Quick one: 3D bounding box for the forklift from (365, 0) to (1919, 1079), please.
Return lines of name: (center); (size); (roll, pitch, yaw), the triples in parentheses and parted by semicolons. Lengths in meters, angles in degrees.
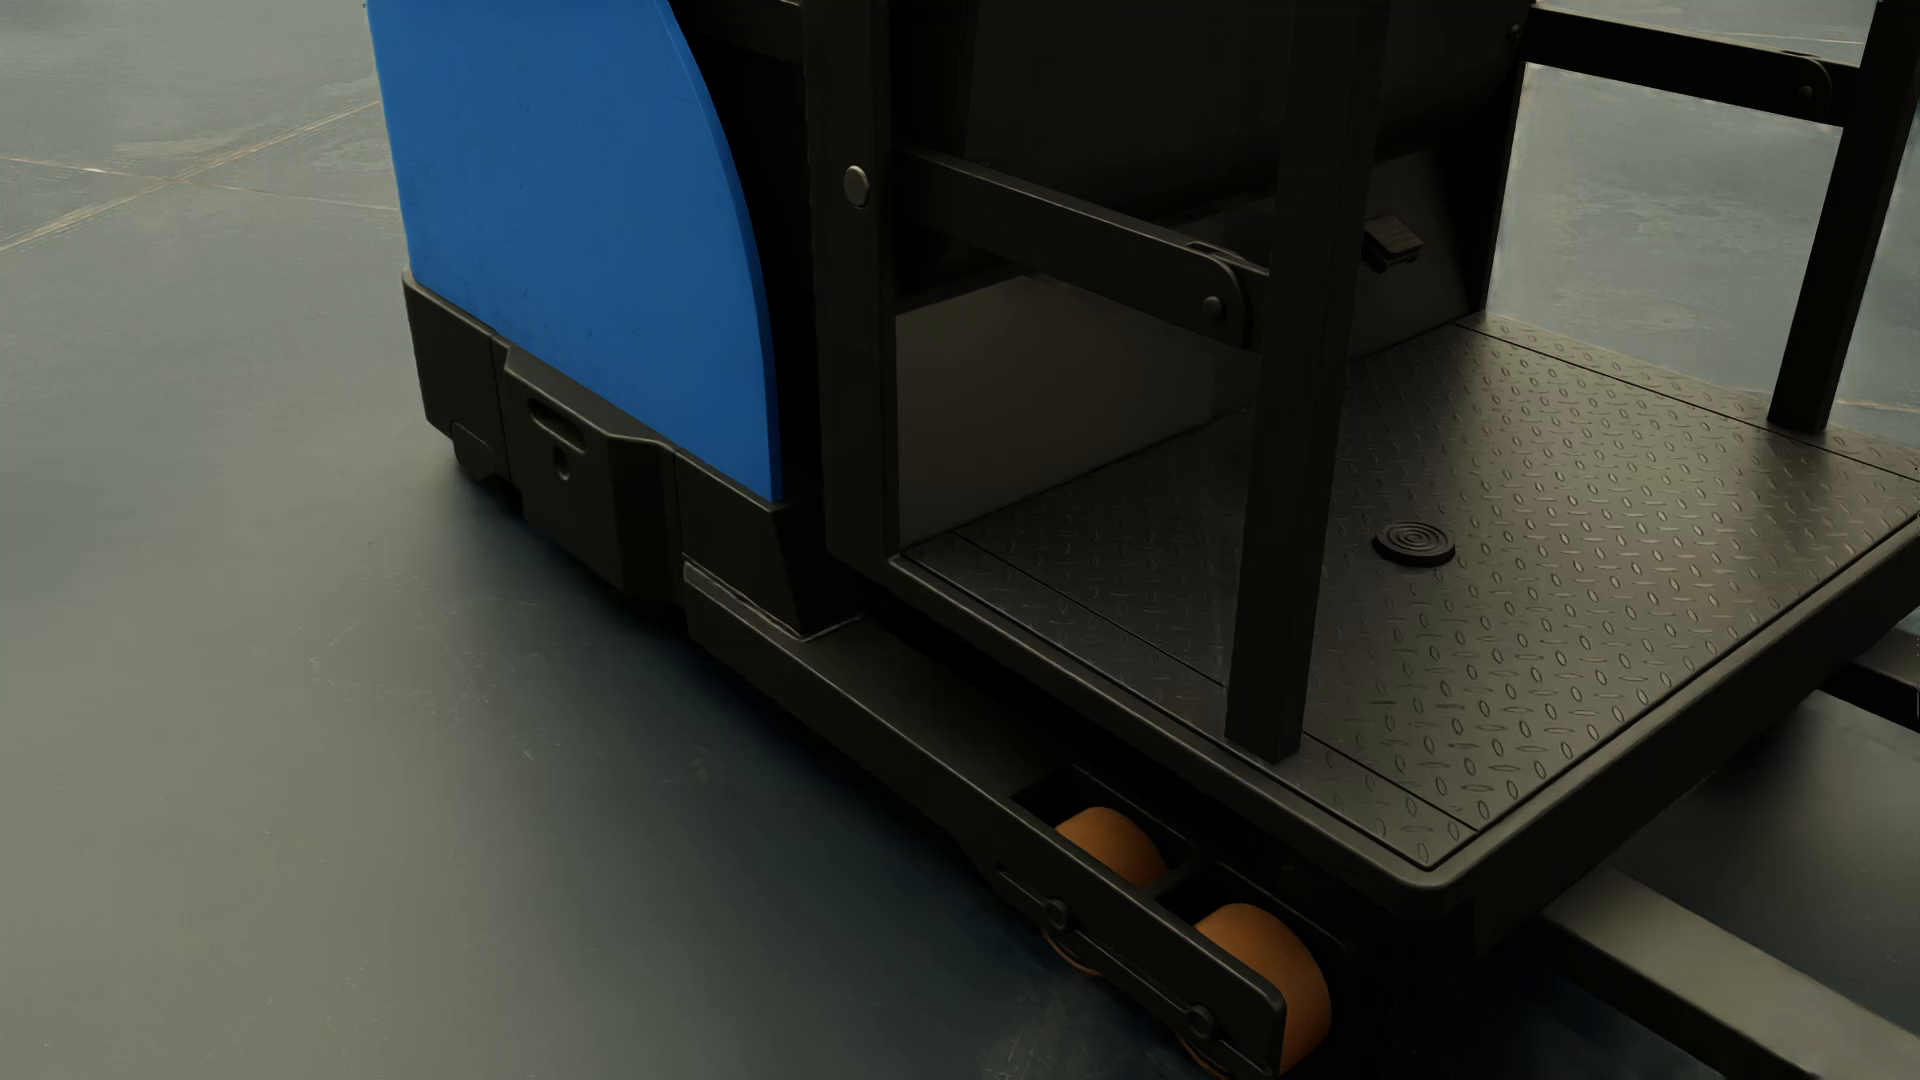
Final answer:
forklift: (0.464, -1.041, 1.363); (1.130, 2.935, 3.031); (-23, 37, -35)
